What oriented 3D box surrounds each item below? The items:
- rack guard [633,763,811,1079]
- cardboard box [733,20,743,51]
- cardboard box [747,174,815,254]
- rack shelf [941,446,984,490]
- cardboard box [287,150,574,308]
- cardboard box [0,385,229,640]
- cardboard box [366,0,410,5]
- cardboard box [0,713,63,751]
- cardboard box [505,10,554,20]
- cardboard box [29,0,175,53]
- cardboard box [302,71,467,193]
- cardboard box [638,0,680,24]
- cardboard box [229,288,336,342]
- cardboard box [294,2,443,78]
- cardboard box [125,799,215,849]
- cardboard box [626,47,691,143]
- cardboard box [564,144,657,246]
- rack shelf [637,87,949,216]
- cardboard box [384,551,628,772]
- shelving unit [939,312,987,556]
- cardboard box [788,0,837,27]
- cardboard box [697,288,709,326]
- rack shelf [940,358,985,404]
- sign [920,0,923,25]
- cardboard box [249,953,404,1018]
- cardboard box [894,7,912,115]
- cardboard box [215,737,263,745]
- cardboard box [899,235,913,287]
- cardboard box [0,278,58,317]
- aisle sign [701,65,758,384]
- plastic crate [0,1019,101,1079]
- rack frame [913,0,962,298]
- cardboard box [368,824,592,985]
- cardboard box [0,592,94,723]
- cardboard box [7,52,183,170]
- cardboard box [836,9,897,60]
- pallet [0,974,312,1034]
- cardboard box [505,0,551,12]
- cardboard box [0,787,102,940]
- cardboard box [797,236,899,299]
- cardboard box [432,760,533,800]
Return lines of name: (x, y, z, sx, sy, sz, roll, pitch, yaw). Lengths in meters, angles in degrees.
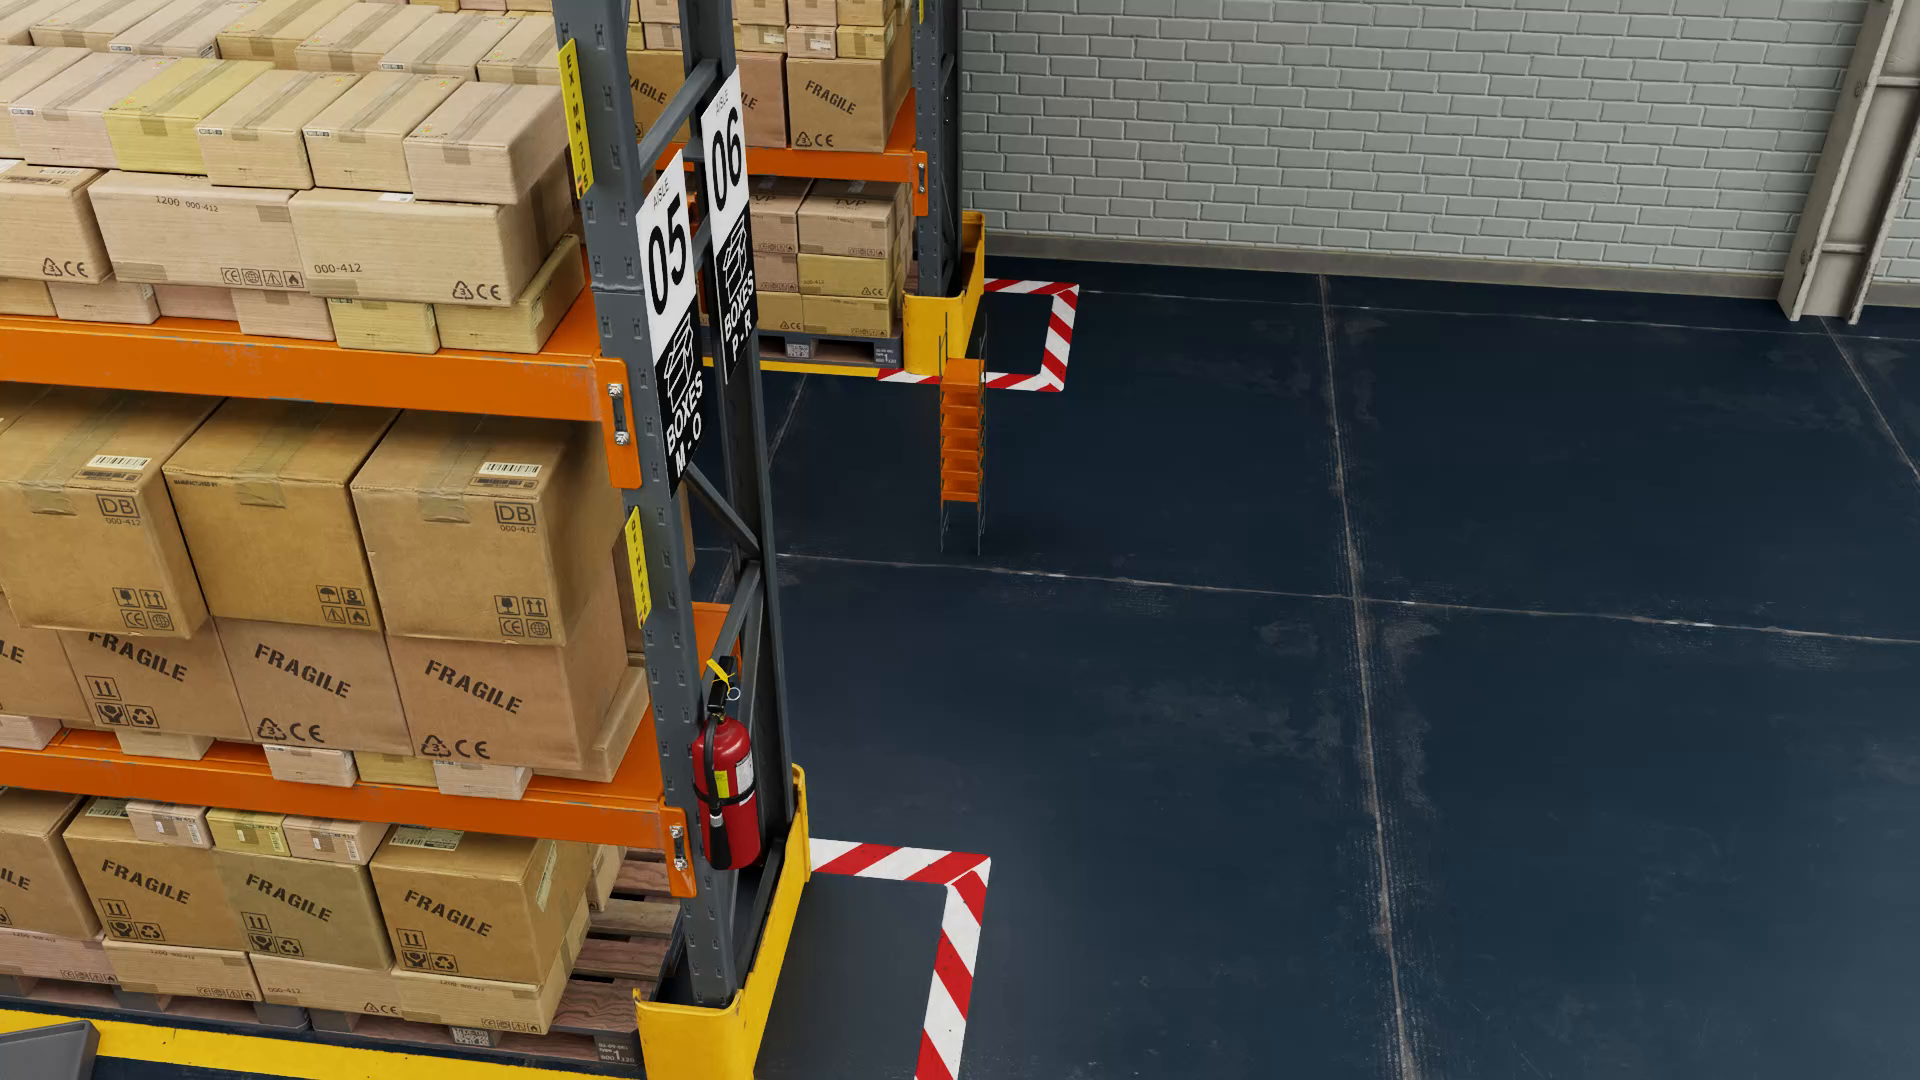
rack guard: (-0.815, 1.367, 5.904, 0.348, 0.500, 1.175, 4, 36, 6)
cardboard box: (-1.242, -2.755, 8.884, 0.250, 0.149, 0.380, 4, 36, 6)
cardboard box: (-1.115, -1.853, 9.409, 0.500, 0.250, 0.500, 5, 36, 7)
rack shelf: (0.014, -0.353, 7.995, 0.180, 0.103, 0.258, 4, 36, 6)
cardboard box: (-1.281, -0.808, 4.092, 0.500, 0.250, 0.500, 4, 36, 5)
cardboard box: (-2.294, -0.146, 4.669, 0.500, 0.500, 0.700, 4, 36, 5)
cardboard box: (-3.033, -2.973, 8.933, 0.250, 0.149, 0.380, 5, 36, 7)
cardboard box: (-2.914, 0.472, 5.223, 0.250, 0.149, 0.380, 4, 36, 6)
cardboard box: (-2.265, -2.805, 8.953, 0.250, 0.149, 0.380, 4, 36, 5)
cardboard box: (-2.304, -1.387, 4.558, 0.250, 0.149, 0.380, 5, 36, 7)
cardboard box: (-1.364, -0.984, 3.995, 0.250, 0.149, 0.380, 5, 36, 7)
cardboard box: (-1.515, -2.857, 8.770, 0.250, 0.149, 0.380, 5, 36, 7)
cardboard box: (-1.639, -0.668, 4.237, 0.250, 0.149, 0.380, 5, 36, 7)
cardboard box: (-1.558, -1.295, 4.431, 0.250, 0.149, 0.380, 4, 36, 6)
cardboard box: (-2.450, 0.796, 5.355, 0.250, 0.149, 0.380, 6, 36, 8)
cardboard box: (-1.654, -2.512, 9.102, 0.500, 0.500, 0.500, 4, 36, 5)
cardboard box: (-1.027, -0.975, 4.668, 0.250, 0.149, 0.380, 4, 36, 6)
rack shelf: (-2.095, -2.360, 9.594, 4.000, 0.370, 1.077, 4, 36, 6)
cardboard box: (-1.313, 0.312, 4.889, 0.500, 0.500, 0.500, 4, 36, 5)
shelving unit: (0.014, -0.487, 7.900, 0.189, 1.200, 0.258, 4, 36, 6)
cardboard box: (-0.742, -2.836, 8.742, 0.250, 0.149, 0.380, 4, 36, 6)
cardboard box: (-1.604, -1.494, 9.767, 0.500, 0.250, 0.500, 5, 36, 6)
rack shelf: (0.014, -0.744, 7.717, 0.180, 0.103, 0.258, 4, 36, 6)
sign: (-0.194, -2.761, 8.336, 0.005, 0.325, 0.100, 4, 36, 6)
cardboard box: (-2.088, 1.356, 5.774, 0.500, 0.250, 0.500, 4, 36, 6)
cardboard box: (-0.567, -2.743, 9.425, 0.500, 0.500, 0.500, 5, 36, 7)
cardboard box: (-2.150, 0.465, 5.232, 0.250, 0.149, 0.380, 5, 36, 7)
cardboard box: (-0.573, -1.706, 10.064, 0.500, 0.250, 0.500, 4, 36, 6)
cardboard box: (-2.396, -0.740, 4.338, 0.250, 0.149, 0.380, 3, 36, 5)
aisle sign: (-0.639, -0.877, 4.659, 0.004, 0.787, 0.394, 4, 36, 6)
plastic crate: (-3.254, 1.836, 5.608, 0.583, 0.080, 0.402, -7, 36, -10)
rack frame: (-0.111, -2.505, 9.178, 0.127, 3.000, 1.000, 4, 36, 6)
cardboard box: (-1.567, 1.089, 5.502, 0.500, 0.500, 0.500, 4, 36, 6)
cardboard box: (-2.805, 0.185, 5.067, 0.500, 0.500, 0.500, 5, 36, 7)
cardboard box: (-2.106, -1.063, 4.105, 0.250, 0.149, 0.380, 4, 36, 6)
cardboard box: (-0.491, -2.674, 8.770, 0.250, 0.149, 0.380, 5, 36, 7)
pallet: (-2.823, 1.312, 6.230, 1.213, 0.211, 1.003, 4, 36, 6)
cardboard box: (-2.263, -2.975, 8.935, 0.250, 0.149, 0.380, 4, 36, 6)
cardboard box: (-3.110, 0.974, 5.664, 0.500, 0.500, 0.500, 6, 36, 8)
cardboard box: (-0.634, -1.616, 9.508, 0.500, 0.250, 0.500, 4, 36, 5)
cardboard box: (-1.403, 0.598, 5.046, 0.250, 0.149, 0.380, 4, 36, 5)
